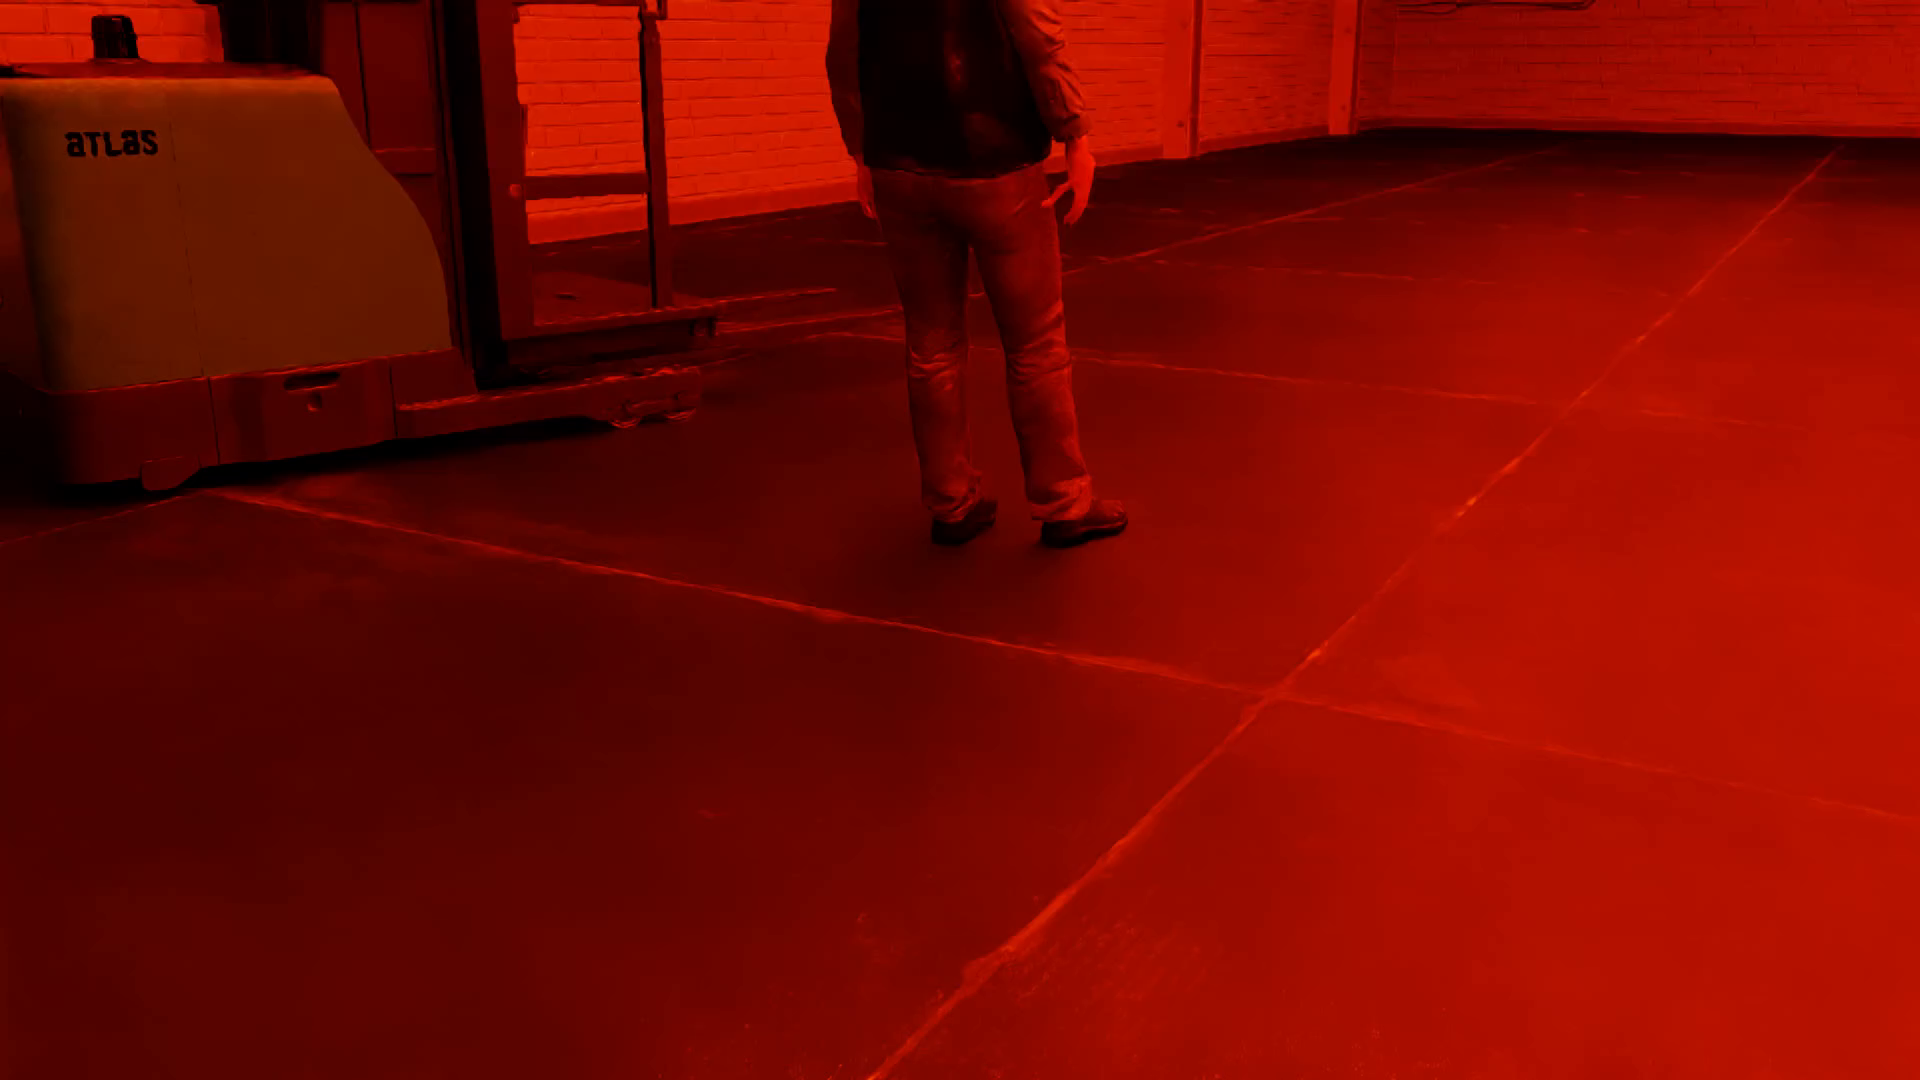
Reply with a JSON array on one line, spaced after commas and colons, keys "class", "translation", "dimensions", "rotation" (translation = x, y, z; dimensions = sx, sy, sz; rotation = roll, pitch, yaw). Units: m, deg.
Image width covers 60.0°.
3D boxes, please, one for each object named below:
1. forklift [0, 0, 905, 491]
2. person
[{"class": "forklift", "translation": [-1.465, -1.858, 5.160], "dimensions": [3.031, 2.935, 1.130], "rotation": [-14, 21, -39]}, {"class": "person", "translation": [0.038, -0.847, 3.844], "dimensions": [0.632, 1.720, 0.567], "rotation": [9, 19, 28]}]
